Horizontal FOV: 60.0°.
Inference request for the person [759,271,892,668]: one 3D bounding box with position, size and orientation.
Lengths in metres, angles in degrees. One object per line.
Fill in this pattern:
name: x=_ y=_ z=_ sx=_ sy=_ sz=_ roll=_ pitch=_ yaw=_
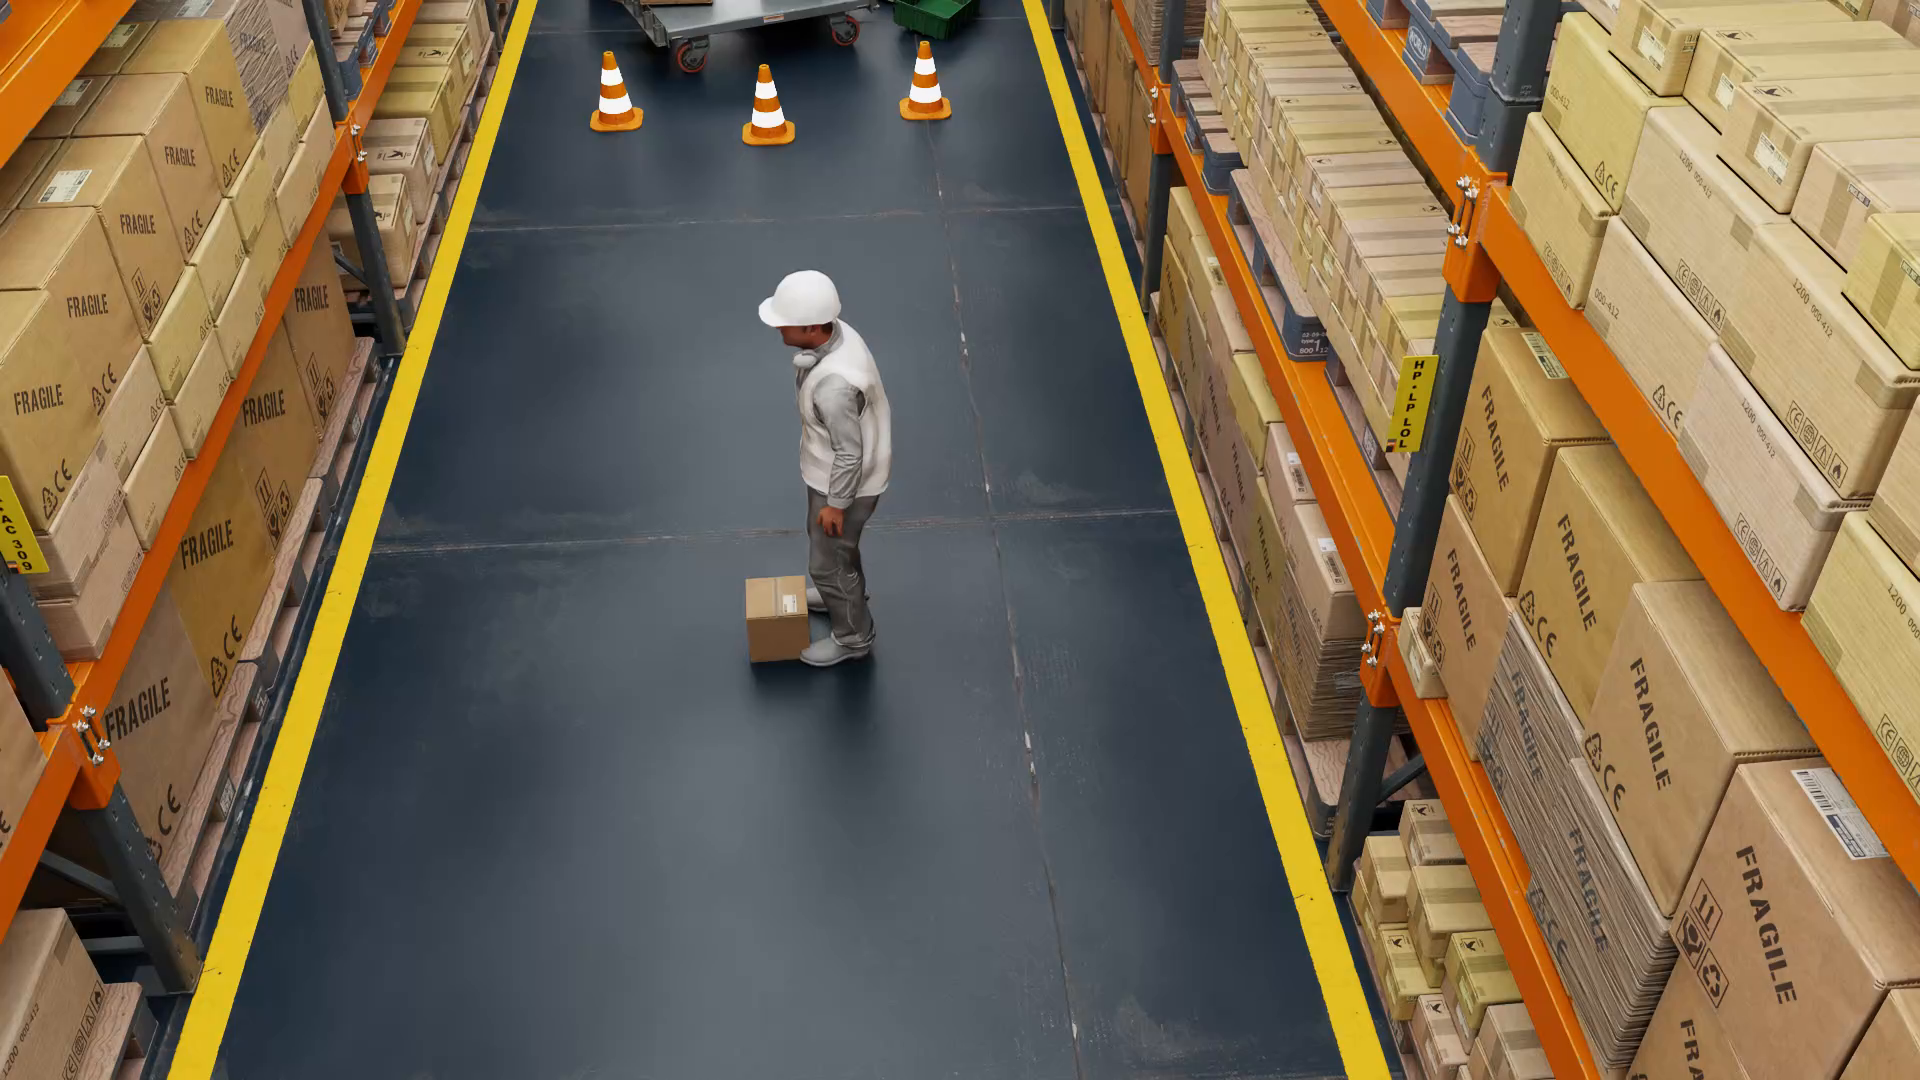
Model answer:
person: x=-0.497 y=-0.278 z=6.478 sx=0.465 sy=1.770 sz=0.591 roll=-5 pitch=39 yaw=-7
